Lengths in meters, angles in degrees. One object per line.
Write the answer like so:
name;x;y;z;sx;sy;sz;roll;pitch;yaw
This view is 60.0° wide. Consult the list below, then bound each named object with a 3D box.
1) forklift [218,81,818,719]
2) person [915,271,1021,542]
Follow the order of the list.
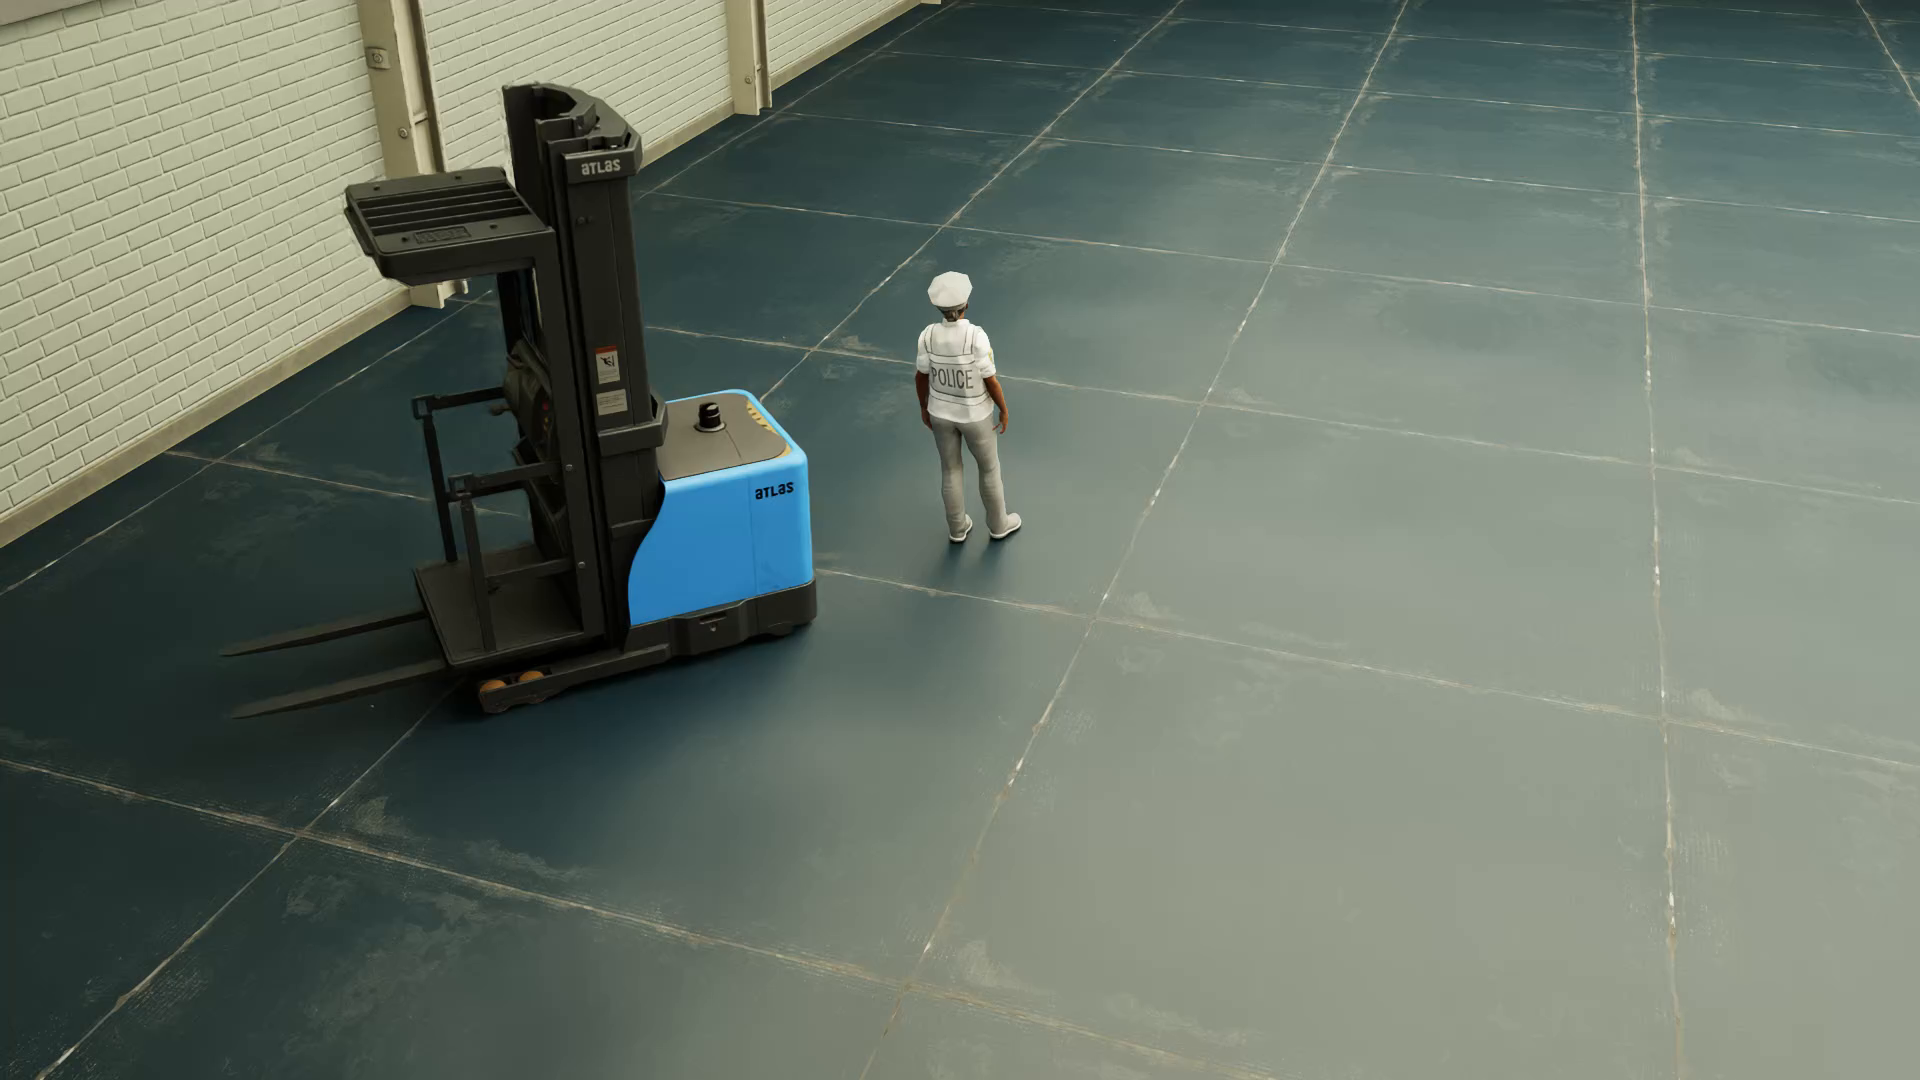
forklift;-2.347;-0.684;8.336;3.031;2.935;1.130;-13;32;-22
person;0.043;-0.773;9.730;0.569;1.693;0.528;10;31;16
